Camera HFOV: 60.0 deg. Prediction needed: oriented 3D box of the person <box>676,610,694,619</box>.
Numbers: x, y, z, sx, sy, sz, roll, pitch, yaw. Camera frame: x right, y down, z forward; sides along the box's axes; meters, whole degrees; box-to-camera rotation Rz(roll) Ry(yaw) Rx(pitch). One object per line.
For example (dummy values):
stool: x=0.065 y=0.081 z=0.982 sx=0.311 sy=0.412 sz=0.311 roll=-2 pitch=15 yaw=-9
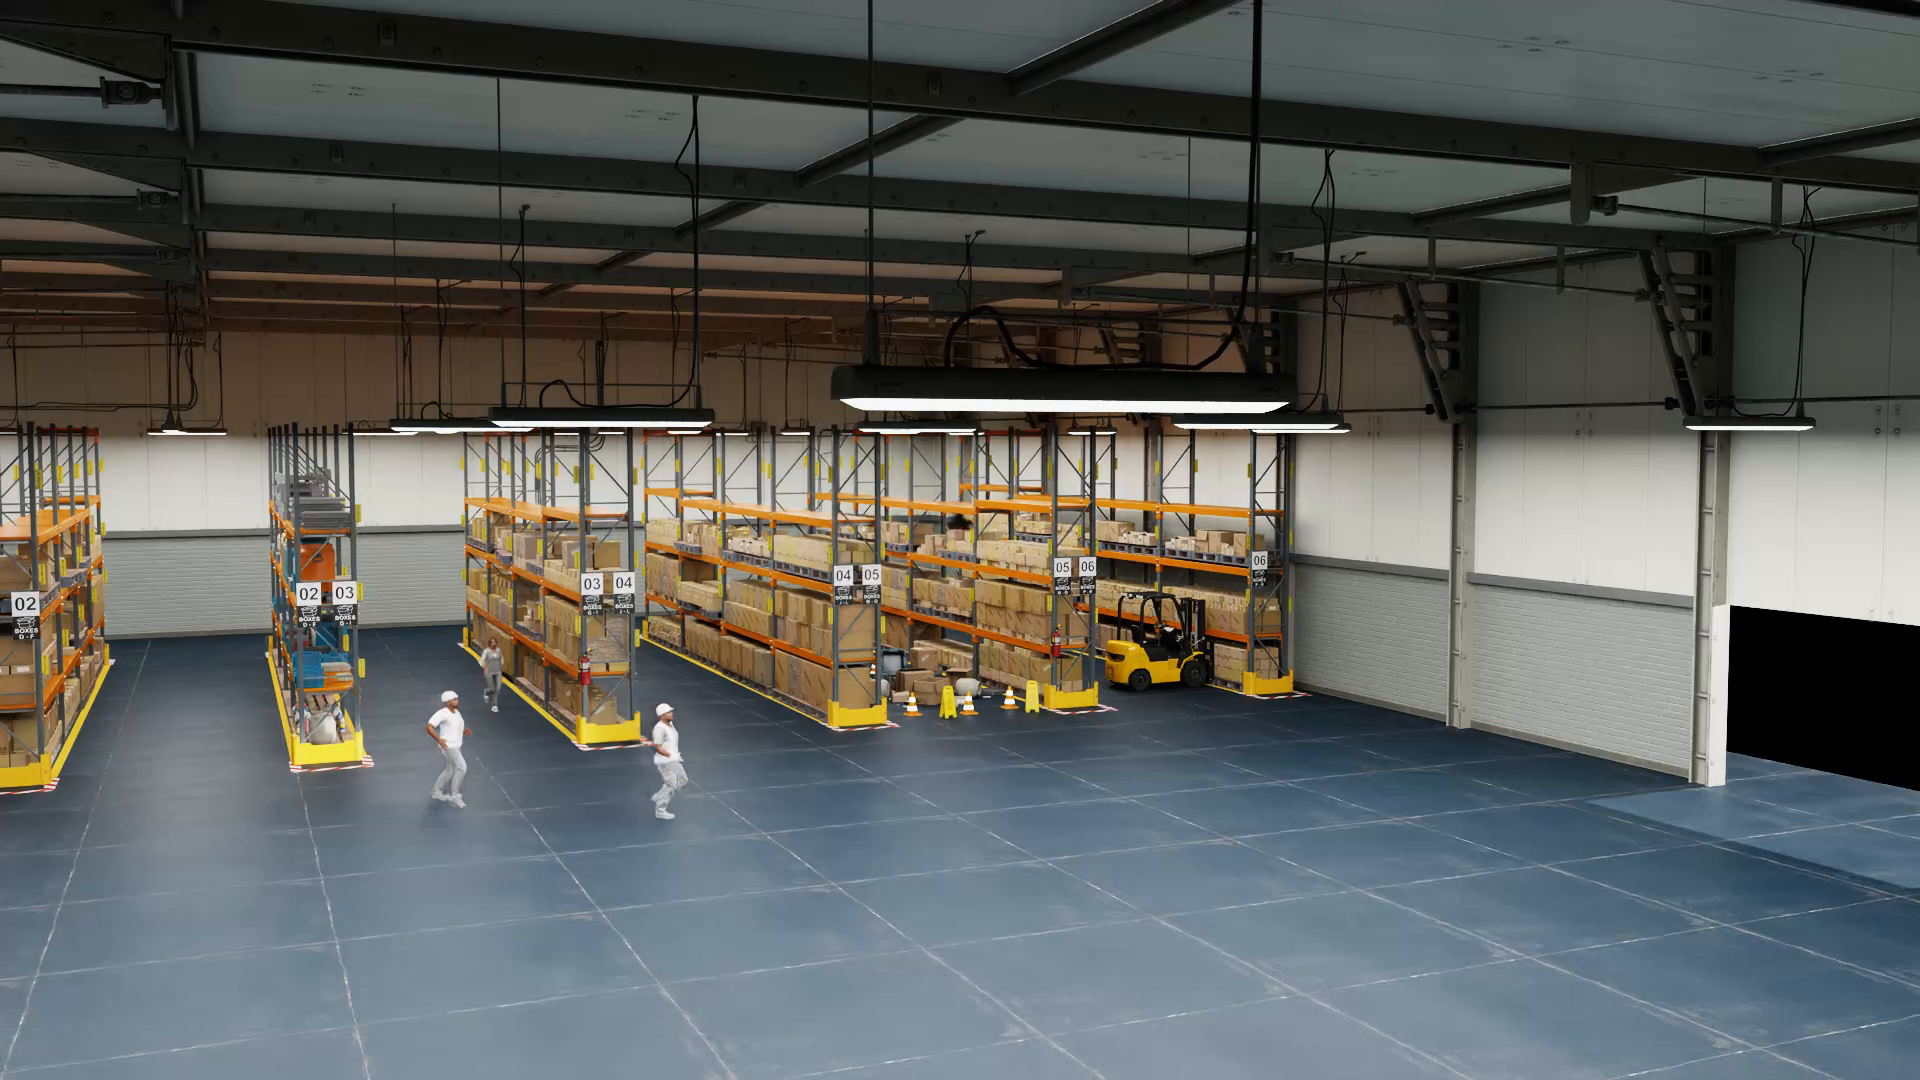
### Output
person: x=-8.205 y=1.839 z=49.449 sx=0.587 sy=1.714 sz=0.716 roll=2 pitch=4 yaw=30

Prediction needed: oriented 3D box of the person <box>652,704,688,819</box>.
person: x=-4.391 y=3.323 z=25.046 sx=0.530 sy=1.739 sz=0.689 roll=0 pitch=3 yaw=3

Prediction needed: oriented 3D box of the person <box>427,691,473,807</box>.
person: x=-7.954 y=3.269 z=25.966 sx=0.670 sy=1.837 sz=0.695 roll=0 pitch=3 yaw=2

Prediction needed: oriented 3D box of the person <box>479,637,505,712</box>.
person: x=-9.832 y=2.816 z=34.983 sx=0.537 sy=1.561 sz=0.589 roll=-2 pitch=4 yaw=-34
